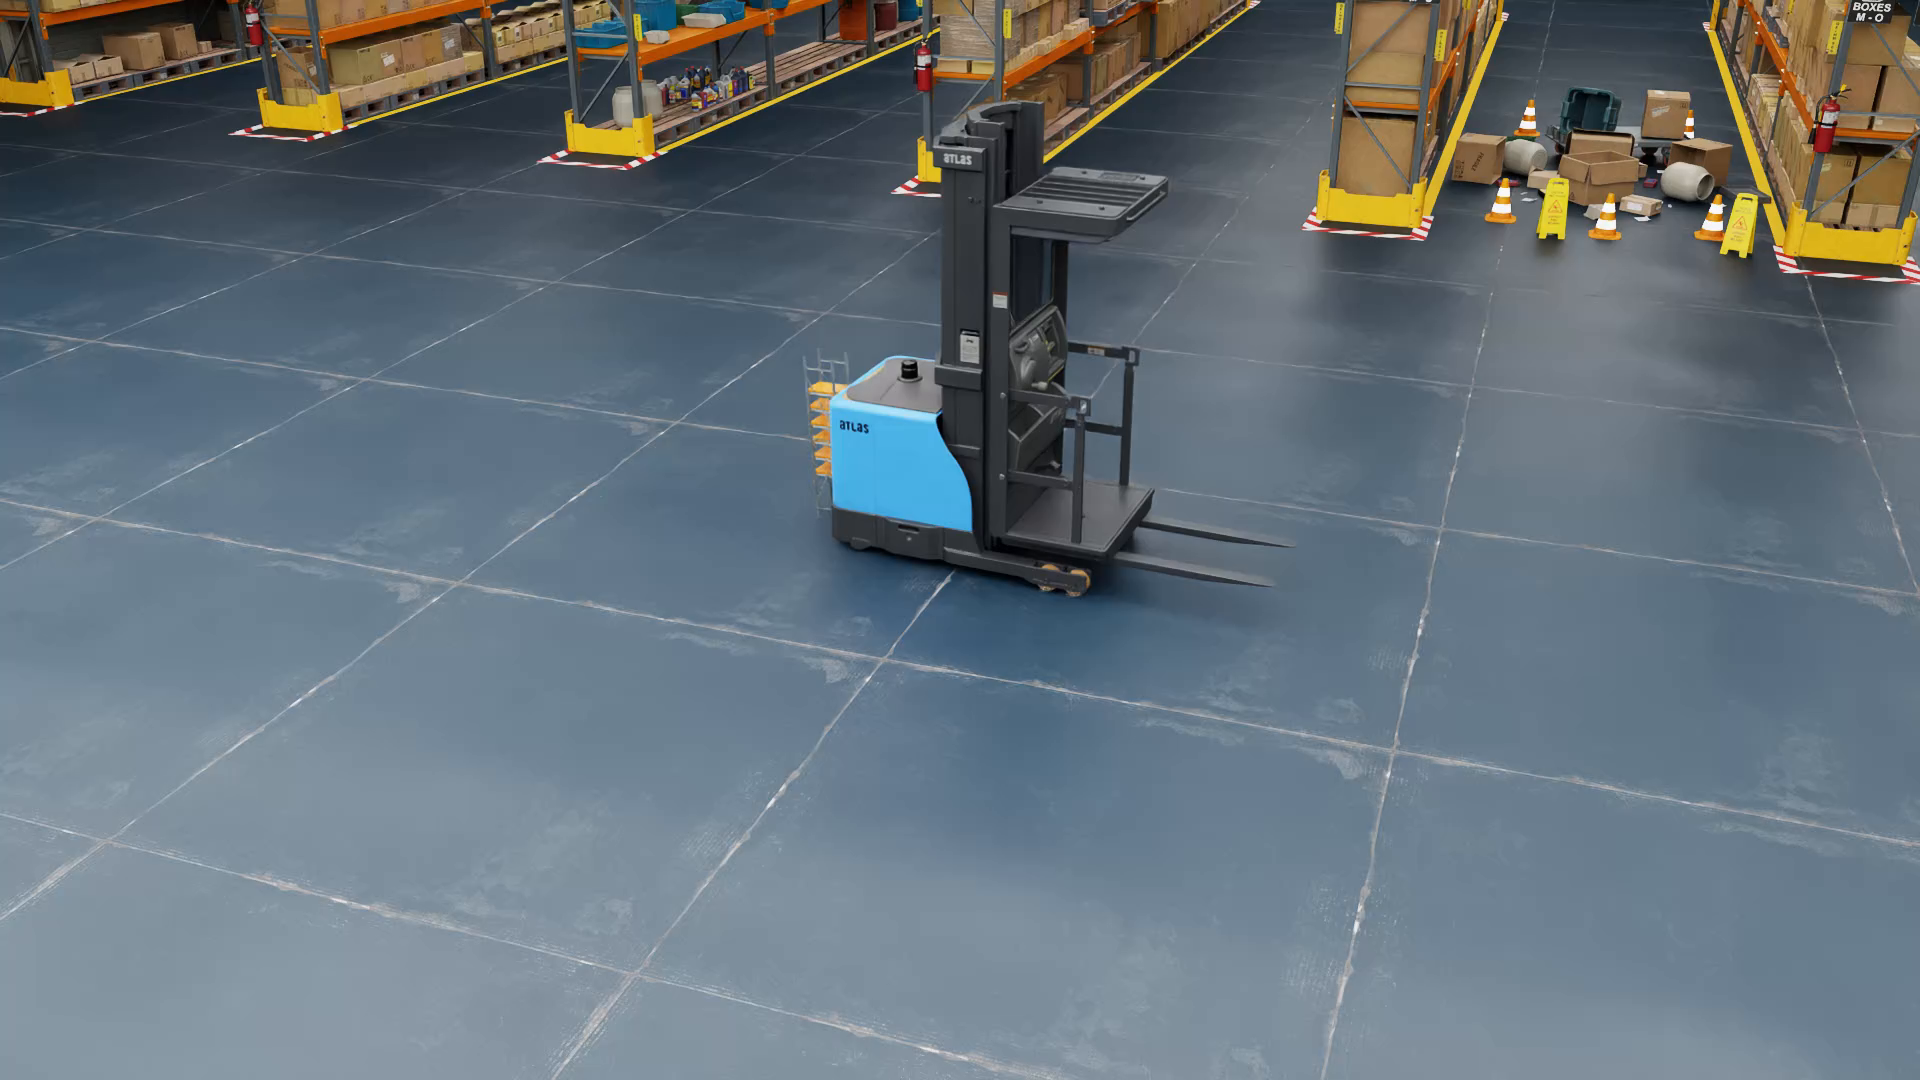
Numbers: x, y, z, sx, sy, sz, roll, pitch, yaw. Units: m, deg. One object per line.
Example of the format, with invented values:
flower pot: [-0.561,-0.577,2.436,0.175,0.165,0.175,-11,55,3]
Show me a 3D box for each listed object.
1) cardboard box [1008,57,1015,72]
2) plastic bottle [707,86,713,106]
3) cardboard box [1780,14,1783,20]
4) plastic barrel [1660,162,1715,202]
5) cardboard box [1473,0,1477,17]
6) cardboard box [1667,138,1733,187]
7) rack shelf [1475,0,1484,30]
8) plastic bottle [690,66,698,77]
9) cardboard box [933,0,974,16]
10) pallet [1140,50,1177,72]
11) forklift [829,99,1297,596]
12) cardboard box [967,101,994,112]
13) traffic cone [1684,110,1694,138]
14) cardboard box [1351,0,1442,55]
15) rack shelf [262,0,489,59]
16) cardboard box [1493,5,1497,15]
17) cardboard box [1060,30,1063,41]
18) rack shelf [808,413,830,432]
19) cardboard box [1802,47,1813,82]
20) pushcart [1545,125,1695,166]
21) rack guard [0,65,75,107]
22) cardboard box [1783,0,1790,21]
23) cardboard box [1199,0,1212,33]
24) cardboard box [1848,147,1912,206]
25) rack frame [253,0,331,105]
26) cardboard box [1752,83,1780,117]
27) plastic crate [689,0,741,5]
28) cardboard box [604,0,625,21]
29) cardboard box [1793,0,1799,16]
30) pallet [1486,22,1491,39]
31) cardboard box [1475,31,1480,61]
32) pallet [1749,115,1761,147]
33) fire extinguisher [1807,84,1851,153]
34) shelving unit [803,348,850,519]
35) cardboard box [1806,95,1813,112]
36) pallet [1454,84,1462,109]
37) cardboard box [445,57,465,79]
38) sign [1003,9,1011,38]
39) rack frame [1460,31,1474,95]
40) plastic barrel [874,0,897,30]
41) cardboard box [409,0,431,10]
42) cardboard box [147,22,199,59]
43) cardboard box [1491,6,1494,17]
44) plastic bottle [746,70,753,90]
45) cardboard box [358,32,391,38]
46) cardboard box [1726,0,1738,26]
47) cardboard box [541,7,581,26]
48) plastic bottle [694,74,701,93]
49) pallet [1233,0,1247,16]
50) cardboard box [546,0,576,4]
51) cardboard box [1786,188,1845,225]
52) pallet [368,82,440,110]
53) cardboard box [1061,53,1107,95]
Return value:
cardboard box: [0.462,-5.850,20.402,0.380,0.149,0.250,9,27,17]
plastic bottle: [-3.585,-6.351,23.774,0.097,0.271,0.097,0,26,0]
cardboard box: [11.387,-7.163,22.632,0.380,0.149,0.250,10,28,20]
plastic barrel: [8.646,-4.252,19.770,0.421,0.421,0.512,-14,29,-27]
cardboard box: [7.283,-7.924,24.282,0.500,0.500,0.500,9,27,17]
cardboard box: [9.078,-4.620,20.440,0.500,0.500,0.500,-14,29,-27]
rack shelf: [8.013,-8.806,27.044,1.077,0.370,4.000,9,27,17]
plastic bottle: [-3.958,-6.877,24.770,0.144,0.351,0.185,10,27,19]
cardboard box: [-0.009,-6.671,20.207,0.500,0.500,0.500,9,27,17]
pallet: [3.037,-8.126,28.015,1.003,0.211,1.213,9,27,17]
forklift: [0.690,-1.221,10.633,3.031,2.935,1.130,10,28,20]
cardboard box: [0.432,-5.349,21.466,0.500,0.500,0.500,17,30,31]
traffic cone: [9.810,-5.558,22.422,0.336,0.463,0.334,9,27,17]
cardboard box: [4.845,-5.720,18.435,0.875,0.550,0.550,9,27,17]
rack shelf: [-8.634,-7.717,24.795,1.077,0.370,4.000,9,27,17]
cardboard box: [10.041,-10.134,31.751,0.380,0.149,0.250,10,27,19]
cardboard box: [1.160,-6.782,22.328,0.380,0.149,0.250,9,27,17]
rack shelf: [-0.894,-0.790,11.540,0.258,0.103,0.180,10,27,26]
cardboard box: [9.835,-5.401,18.731,0.500,0.500,0.500,9,27,18]
pushcart: [8.551,-5.117,21.609,1.648,0.377,0.936,0,26,-1]
rack guard: [-13.946,-6.842,25.031,1.175,0.500,0.348,9,27,17]
cardboard box: [10.996,-6.993,21.538,0.500,0.500,0.500,10,27,19]
cardboard box: [3.841,-9.679,29.978,1.225,0.875,0.875,9,27,18]
cardboard box: [9.923,-3.934,17.969,0.500,0.500,0.500,8,27,16]
rack frame: [-9.299,-7.219,22.941,1.000,3.000,0.127,9,27,17]
cardboard box: [11.613,-6.102,23.168,0.950,0.372,0.625,8,27,16]
plastic crate: [-3.592,-7.918,24.456,0.767,0.338,0.504,9,27,17]
cardboard box: [-6.216,-9.725,30.481,0.500,0.500,0.500,10,28,20]
cardboard box: [10.367,-6.467,19.784,0.700,0.500,0.500,8,27,17]
pallet: [9.273,-9.480,30.812,1.003,0.211,1.213,9,27,17]
cardboard box: [8.154,-8.044,27.031,0.500,0.500,0.500,8,27,16]
pallet: [11.380,-5.555,22.705,1.003,0.211,1.213,9,27,17]
fire extinguisher: [8.914,-4.328,17.060,0.296,0.674,0.183,9,27,17]
shelving unit: [-0.891,-0.722,11.570,0.258,1.200,0.189,10,27,26]
cardboard box: [9.452,-4.748,18.126,0.380,0.149,0.250,9,27,18]
pallet: [7.014,-6.739,25.150,1.003,0.211,1.213,9,27,17]
cardboard box: [-8.092,-7.388,25.963,0.500,0.250,0.500,9,27,17]
sign: [0.553,-6.092,19.620,0.100,0.325,0.005,9,27,17]
rack frame: [7.347,-8.307,25.189,1.000,3.000,0.127,9,27,17]
plastic barrel: [-1.445,-9.558,30.057,0.600,0.588,0.708,9,27,17]
cardboard box: [-8.450,-8.301,25.061,0.700,0.500,0.500,9,27,18]
cardboard box: [-12.948,-8.220,27.372,0.500,0.500,0.500,7,27,14]
cardboard box: [9.603,-9.728,30.572,0.380,0.149,0.250,9,27,18]
plastic bottle: [-3.147,-6.873,24.838,0.061,0.283,0.133,10,28,20]
cardboard box: [-8.915,-7.390,25.107,0.500,0.500,0.500,9,27,17]
cardboard box: [14.586,-9.669,30.459,0.875,0.438,0.875,8,27,16]
cardboard box: [-6.916,-9.038,28.727,0.500,0.311,0.500,9,27,17]
plastic bottle: [-3.893,-6.764,24.628,0.097,0.271,0.097,0,26,0]
pallet: [5.173,-10.761,33.456,1.003,0.211,1.213,9,27,17]
cardboard box: [-7.088,-9.538,29.760,0.500,0.311,0.500,10,27,19]
cardboard box: [9.410,-3.676,18.297,0.500,0.250,0.500,9,27,17]
pallet: [-8.676,-6.784,25.242,1.003,0.211,1.213,9,27,17]
cardboard box: [1.774,-6.940,24.728,0.700,0.500,0.500,9,27,17]
